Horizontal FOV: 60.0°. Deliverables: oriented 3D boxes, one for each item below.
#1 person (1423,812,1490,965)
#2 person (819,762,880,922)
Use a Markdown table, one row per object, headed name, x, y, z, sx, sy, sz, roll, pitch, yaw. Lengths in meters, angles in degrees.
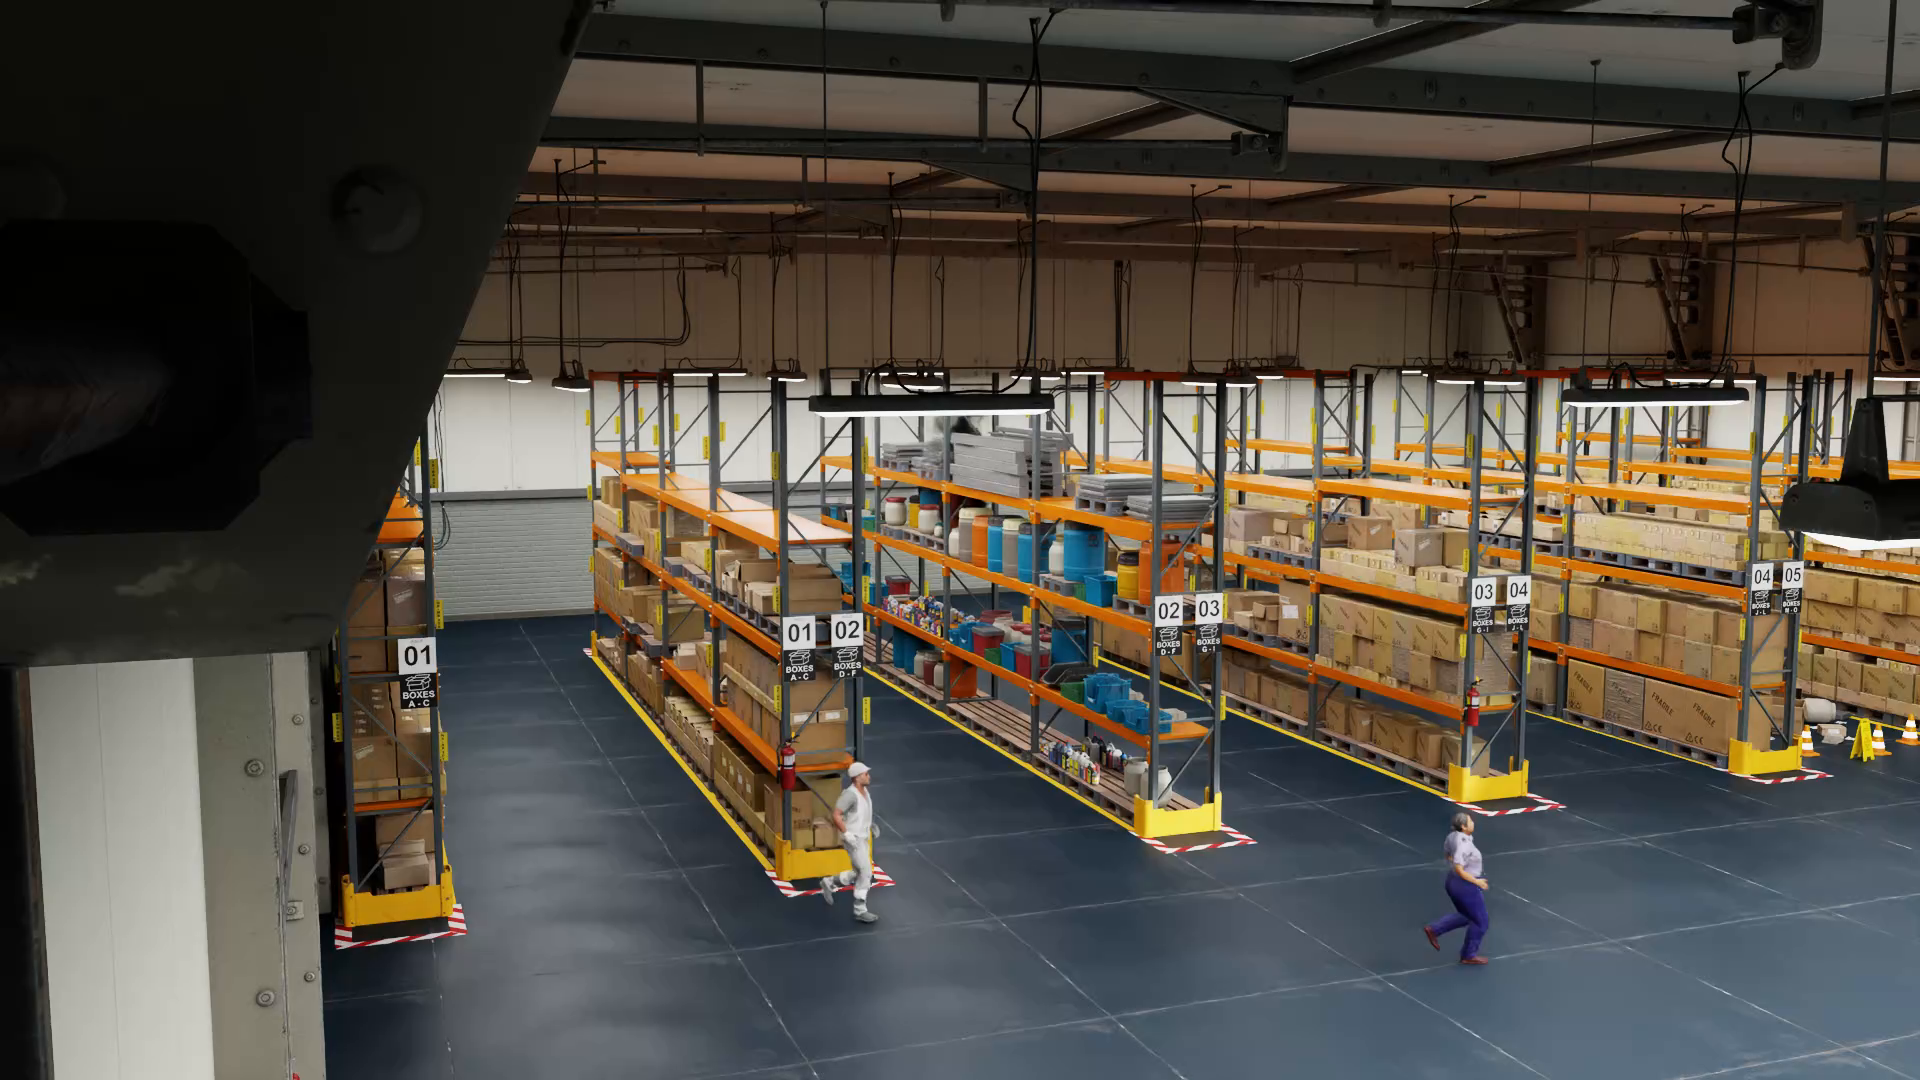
| name | x | y | z | sx | sy | sz | roll | pitch | yaw |
| --- | --- | --- | --- | --- | --- | --- | --- | --- | --- |
| person | 5.190 | 3.613 | 17.284 | 0.652 | 1.597 | 0.611 | 0 | 6 | 2 |
| person | -1.210 | 3.378 | 18.825 | 0.772 | 1.728 | 0.709 | 2 | 7 | 19 |
